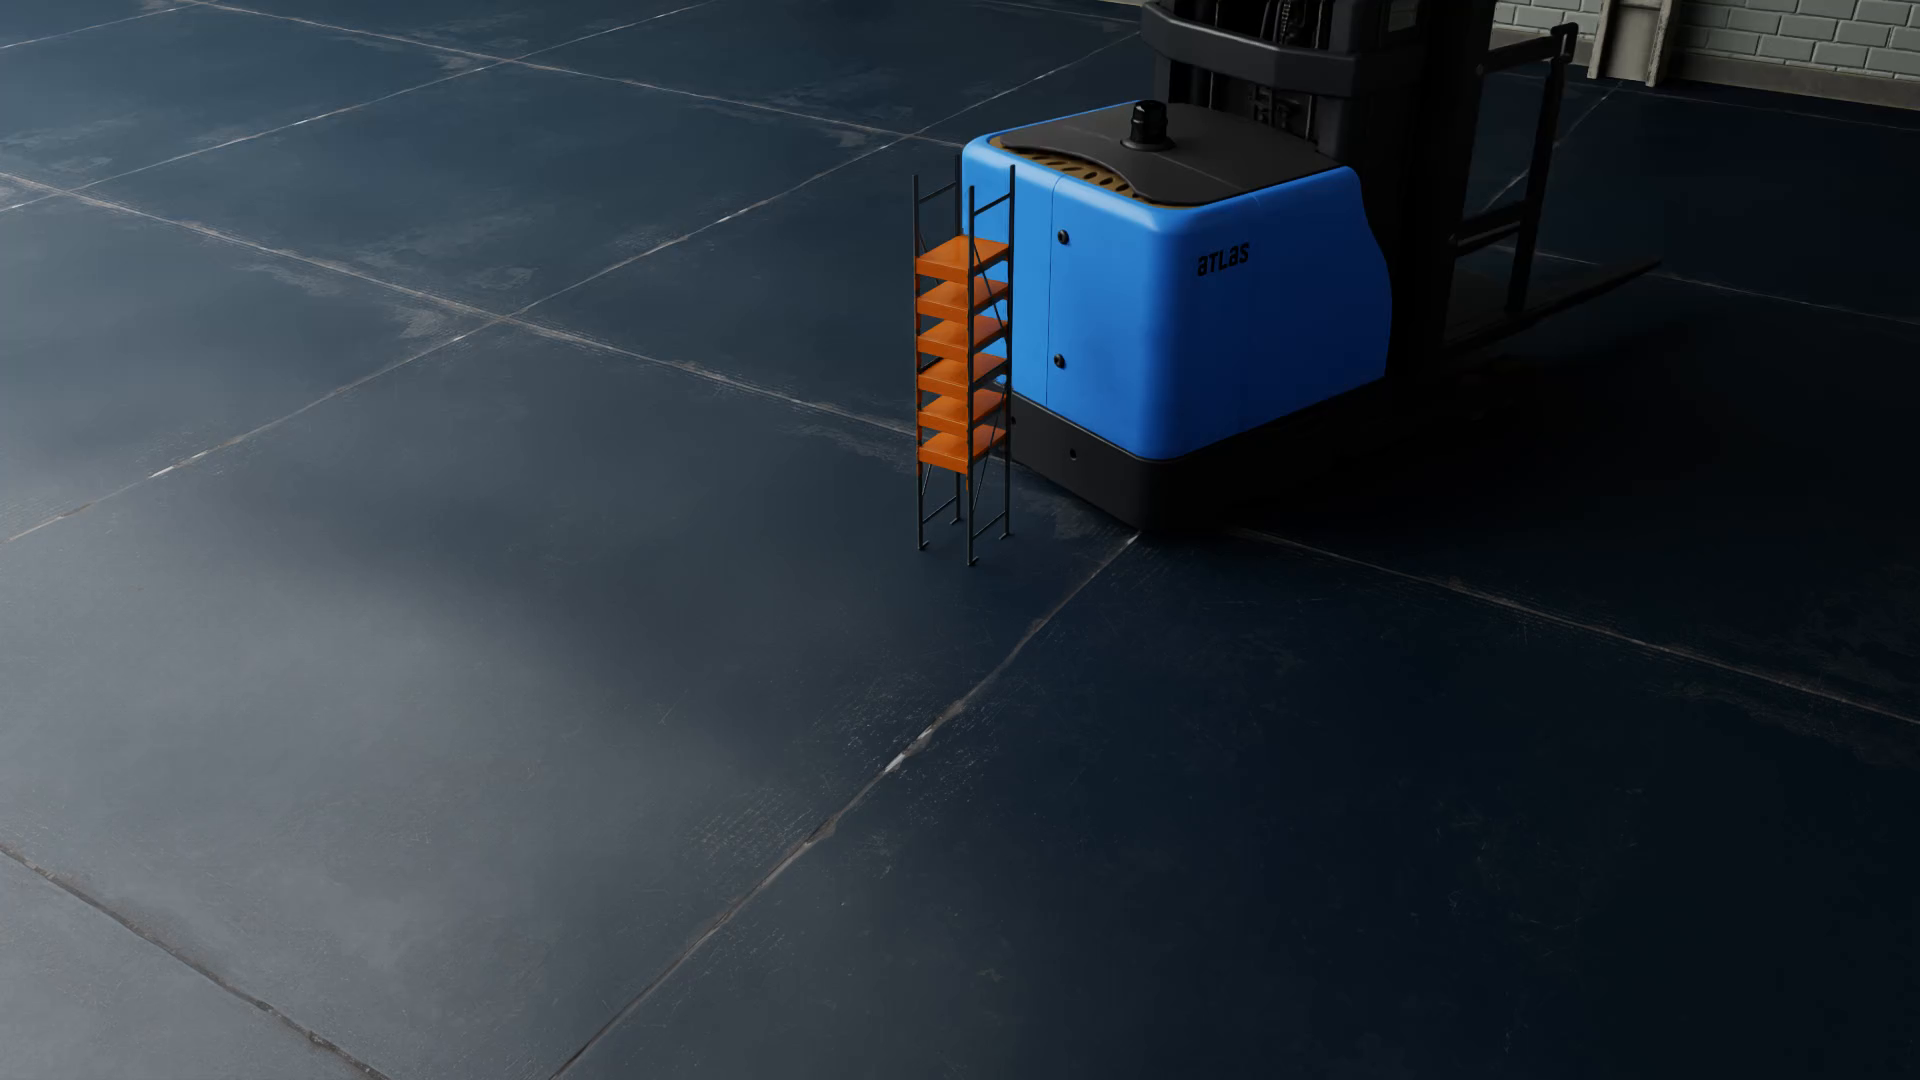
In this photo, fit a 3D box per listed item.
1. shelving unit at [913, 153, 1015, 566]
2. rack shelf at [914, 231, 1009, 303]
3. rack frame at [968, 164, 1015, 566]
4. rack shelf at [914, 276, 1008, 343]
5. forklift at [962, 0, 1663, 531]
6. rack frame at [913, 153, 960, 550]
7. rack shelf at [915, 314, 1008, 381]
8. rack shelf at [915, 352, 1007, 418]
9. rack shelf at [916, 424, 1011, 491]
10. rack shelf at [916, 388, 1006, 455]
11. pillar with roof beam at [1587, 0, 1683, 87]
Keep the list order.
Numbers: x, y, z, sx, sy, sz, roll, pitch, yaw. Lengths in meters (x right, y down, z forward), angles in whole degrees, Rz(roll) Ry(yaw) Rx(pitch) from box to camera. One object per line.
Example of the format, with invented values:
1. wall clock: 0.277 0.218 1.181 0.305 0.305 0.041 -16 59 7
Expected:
1. shelving unit: 0.012 -0.514 4.941 0.189 1.200 0.258 18 35 27
2. rack shelf: 0.012 -0.787 4.782 0.180 0.103 0.258 18 35 27
3. rack frame: 0.090 -0.490 4.899 0.006 1.200 0.240 18 35 27
4. rack shelf: 0.012 -0.683 4.842 0.180 0.103 0.258 18 35 27
5. forklift: 1.466 -1.886 5.575 3.031 2.935 1.130 -21 36 -32
6. rack frame: -0.065 -0.539 4.983 0.006 1.200 0.240 18 35 27
7. rack shelf: 0.012 -0.580 4.903 0.180 0.103 0.258 18 35 27
8. rack shelf: 0.012 -0.476 4.963 0.180 0.103 0.258 18 35 27
9. rack shelf: 0.012 -0.269 5.084 0.180 0.103 0.258 18 35 27
10. rack shelf: 0.012 -0.372 5.024 0.180 0.103 0.258 18 35 27
11. pillar with roof beam: 1.744 -4.853 4.638 0.400 9.000 9.100 18 35 27
